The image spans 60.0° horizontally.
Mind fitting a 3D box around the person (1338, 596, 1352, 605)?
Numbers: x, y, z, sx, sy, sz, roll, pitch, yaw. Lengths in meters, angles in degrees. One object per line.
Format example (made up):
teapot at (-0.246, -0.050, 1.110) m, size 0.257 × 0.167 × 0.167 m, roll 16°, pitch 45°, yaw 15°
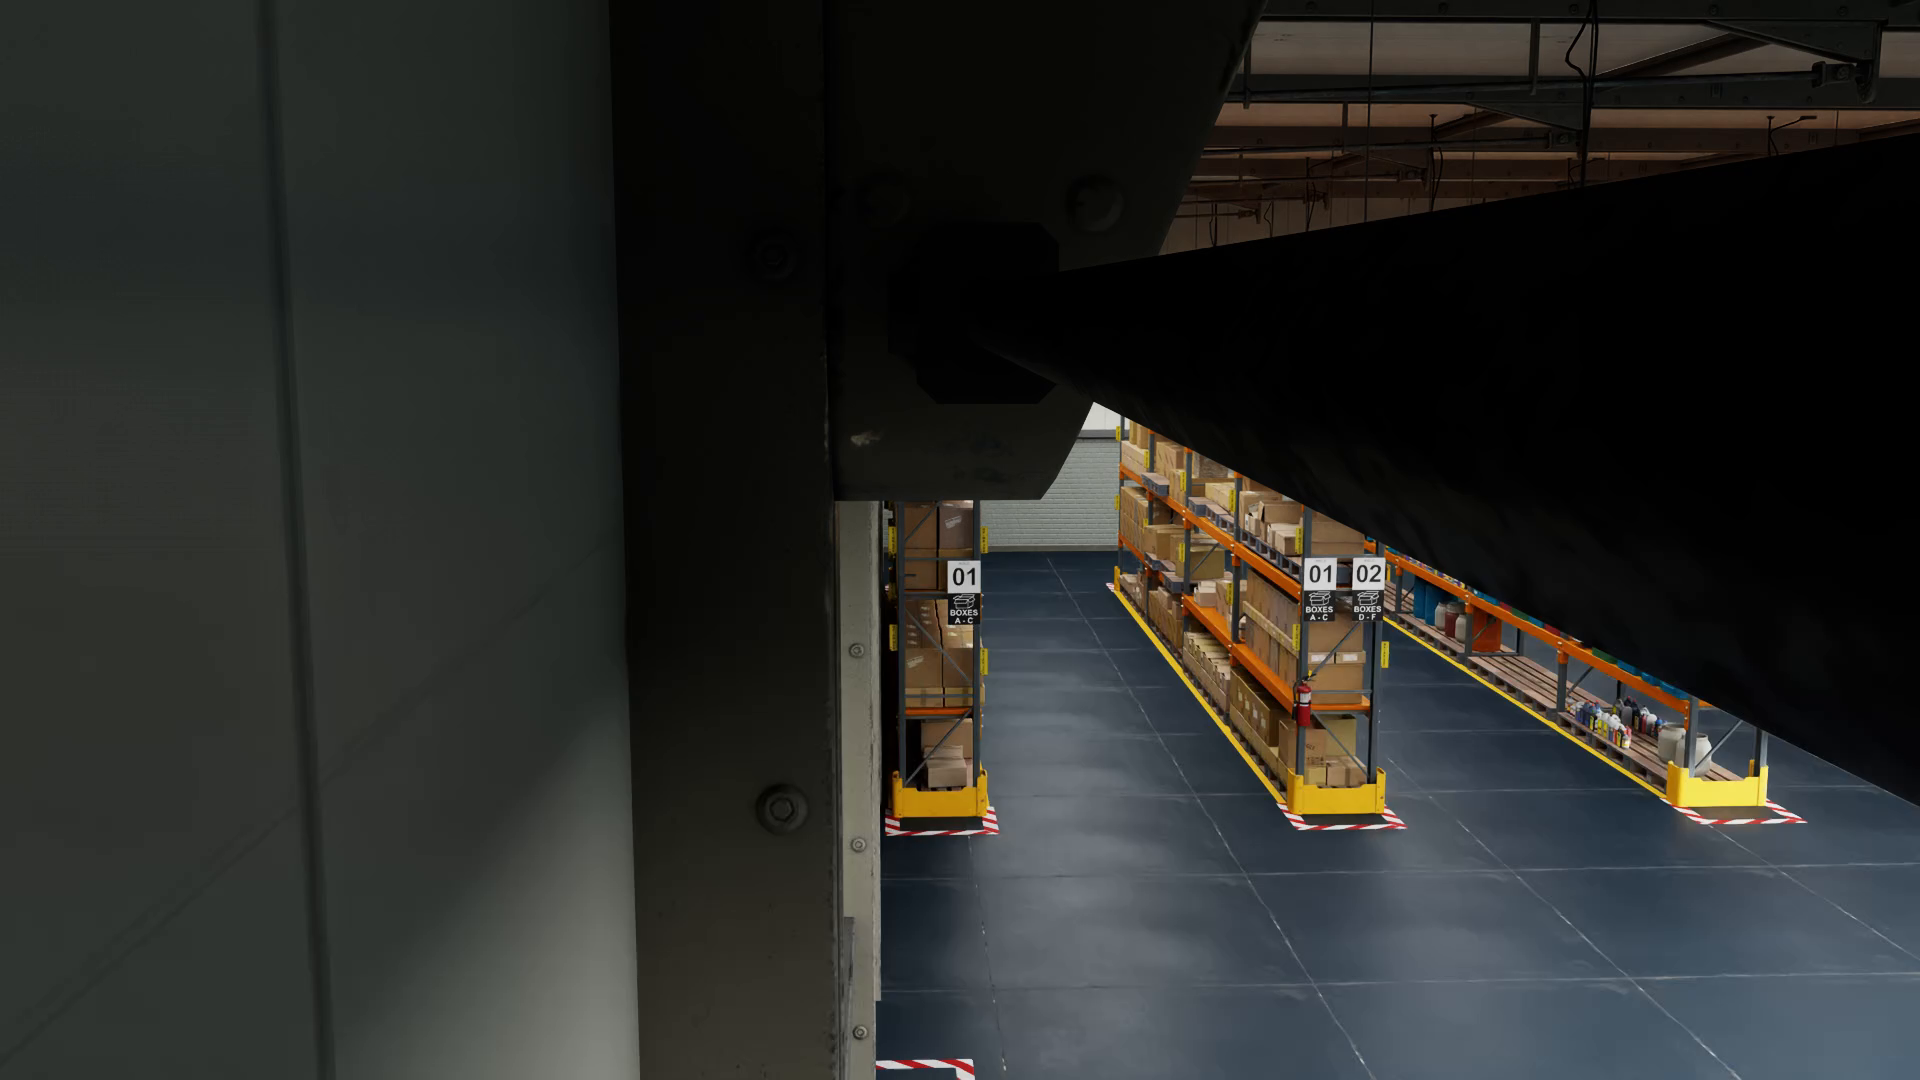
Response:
person at (7.924, 0.600, 34.159) m, size 0.488 × 1.681 × 0.399 m, roll -6°, pitch 10°, yaw -34°
